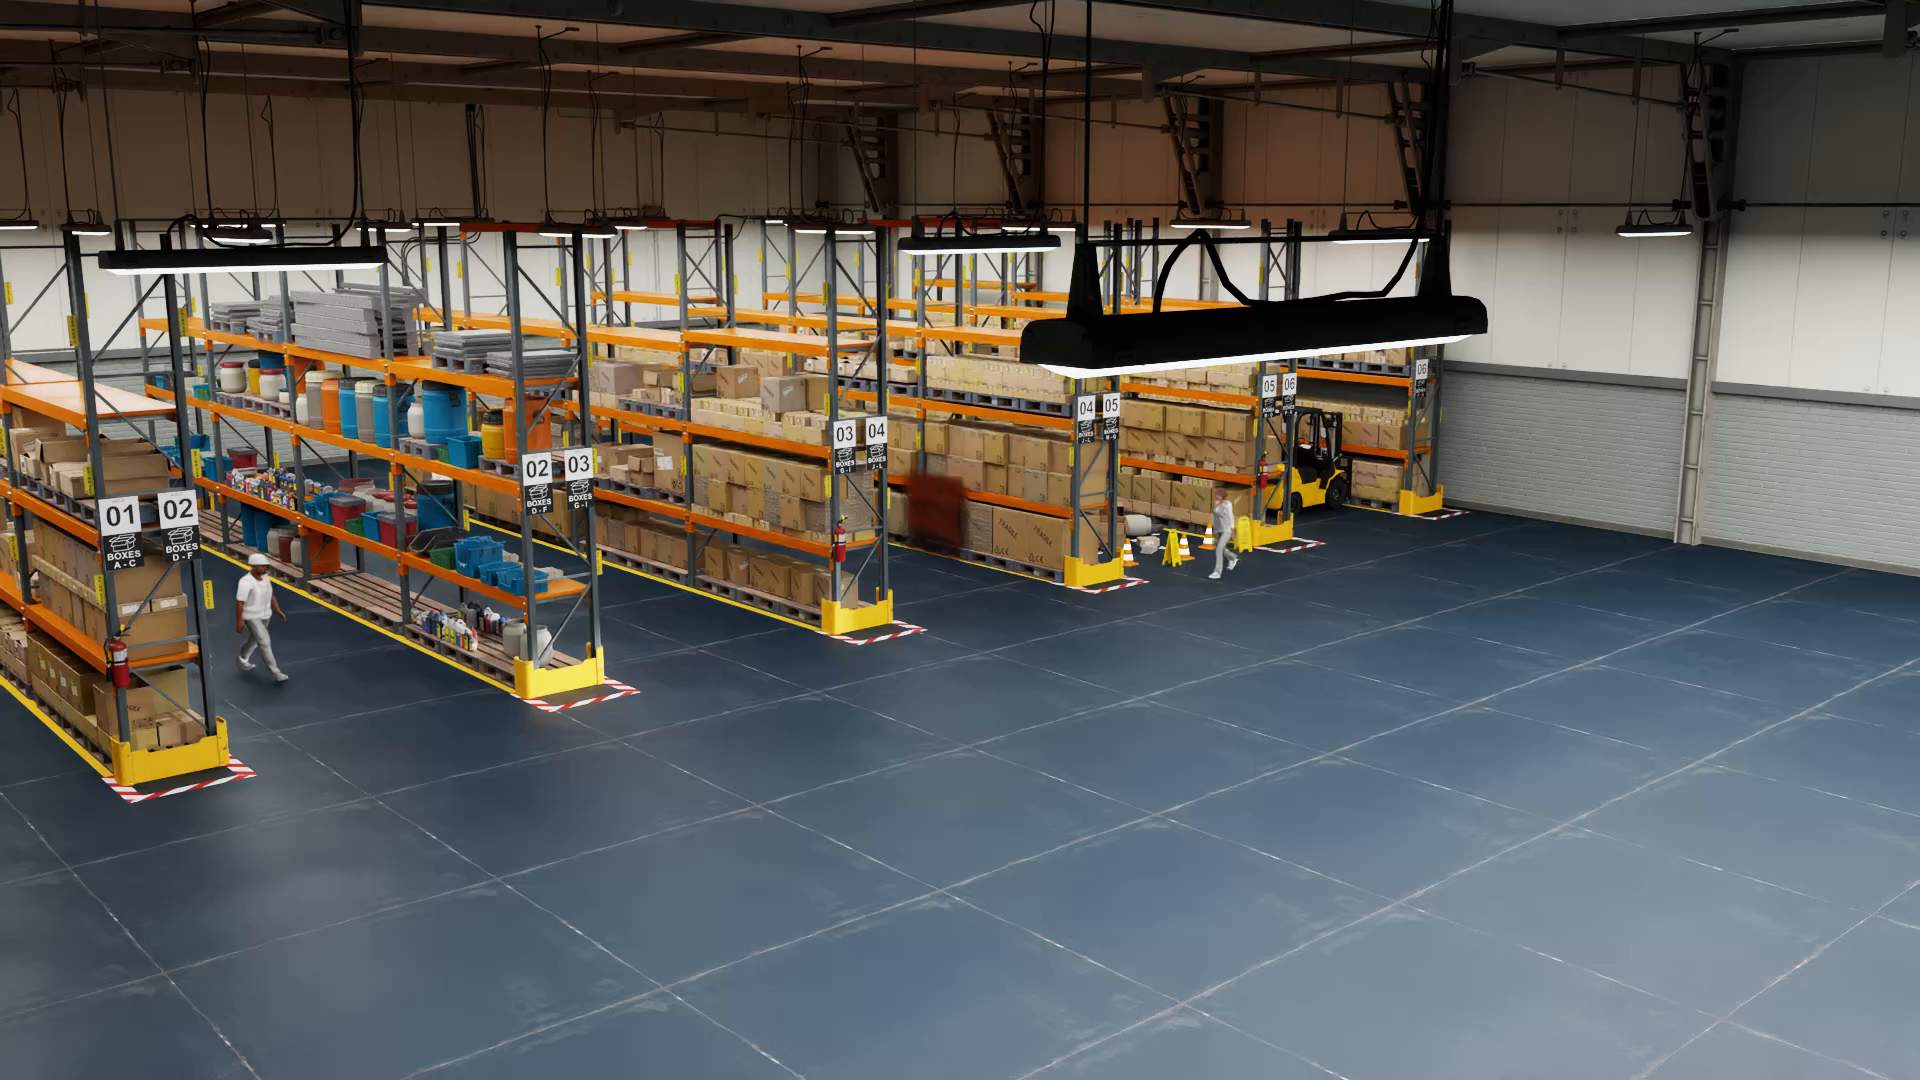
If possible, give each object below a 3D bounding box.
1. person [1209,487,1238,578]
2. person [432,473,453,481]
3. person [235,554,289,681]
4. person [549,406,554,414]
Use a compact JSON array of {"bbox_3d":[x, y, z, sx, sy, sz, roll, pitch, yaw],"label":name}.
[{"bbox_3d":[4.572,-0.145,28.597,0.847,1.545,0.416,-9,15,-39],"label":"person"},{"bbox_3d":[-9.875,-0.823,31.794,0.486,1.610,0.838,-11,16,-42],"label":"person"},{"bbox_3d":[-9.460,1.019,22.420,1.122,1.708,0.647,5,12,22],"label":"person"},{"bbox_3d":[-9.713,-2.405,39.429,0.559,1.657,1.085,-7,13,-30],"label":"person"}]
